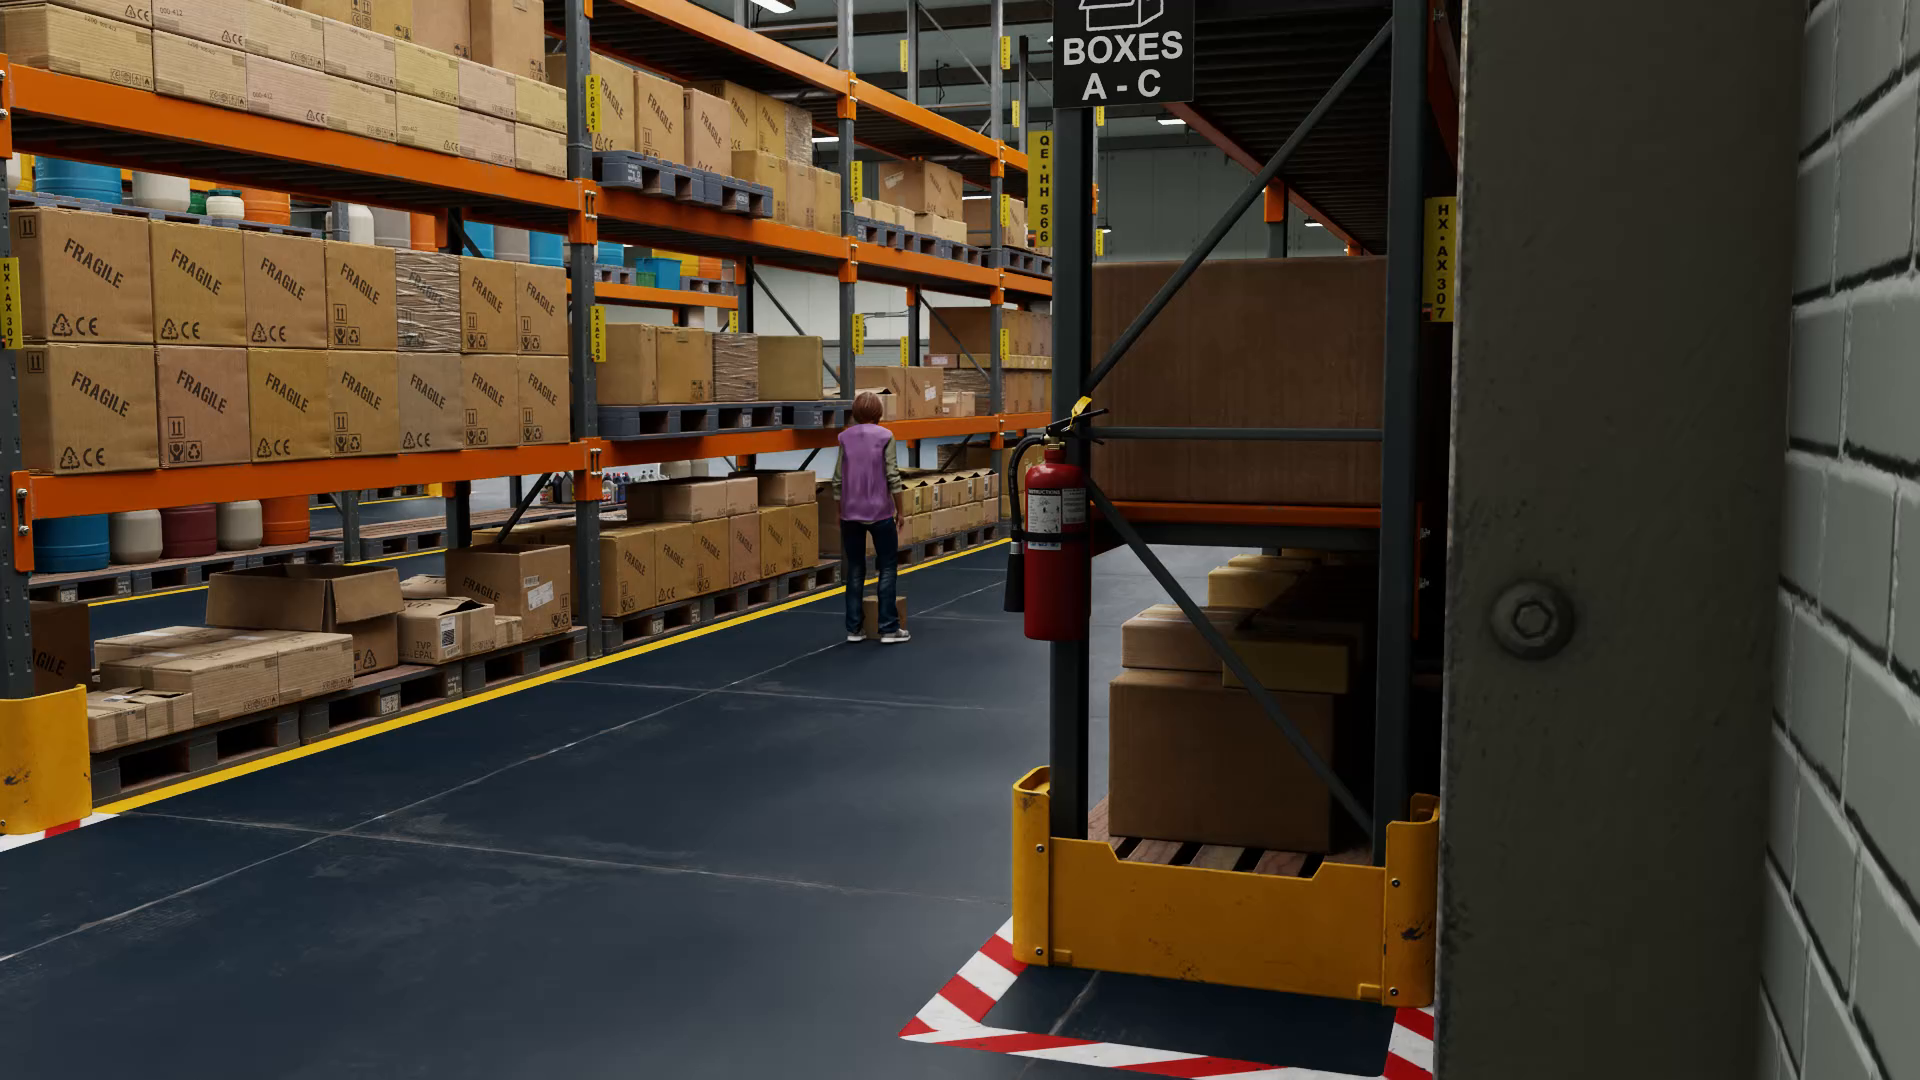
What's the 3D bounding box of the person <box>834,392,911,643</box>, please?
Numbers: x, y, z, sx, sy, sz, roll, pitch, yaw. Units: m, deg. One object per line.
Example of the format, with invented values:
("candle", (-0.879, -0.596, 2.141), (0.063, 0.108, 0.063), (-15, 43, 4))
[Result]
("person", (-0.572, -0.142, 10.546), (0.459, 1.593, 0.346), (2, 6, 18))
